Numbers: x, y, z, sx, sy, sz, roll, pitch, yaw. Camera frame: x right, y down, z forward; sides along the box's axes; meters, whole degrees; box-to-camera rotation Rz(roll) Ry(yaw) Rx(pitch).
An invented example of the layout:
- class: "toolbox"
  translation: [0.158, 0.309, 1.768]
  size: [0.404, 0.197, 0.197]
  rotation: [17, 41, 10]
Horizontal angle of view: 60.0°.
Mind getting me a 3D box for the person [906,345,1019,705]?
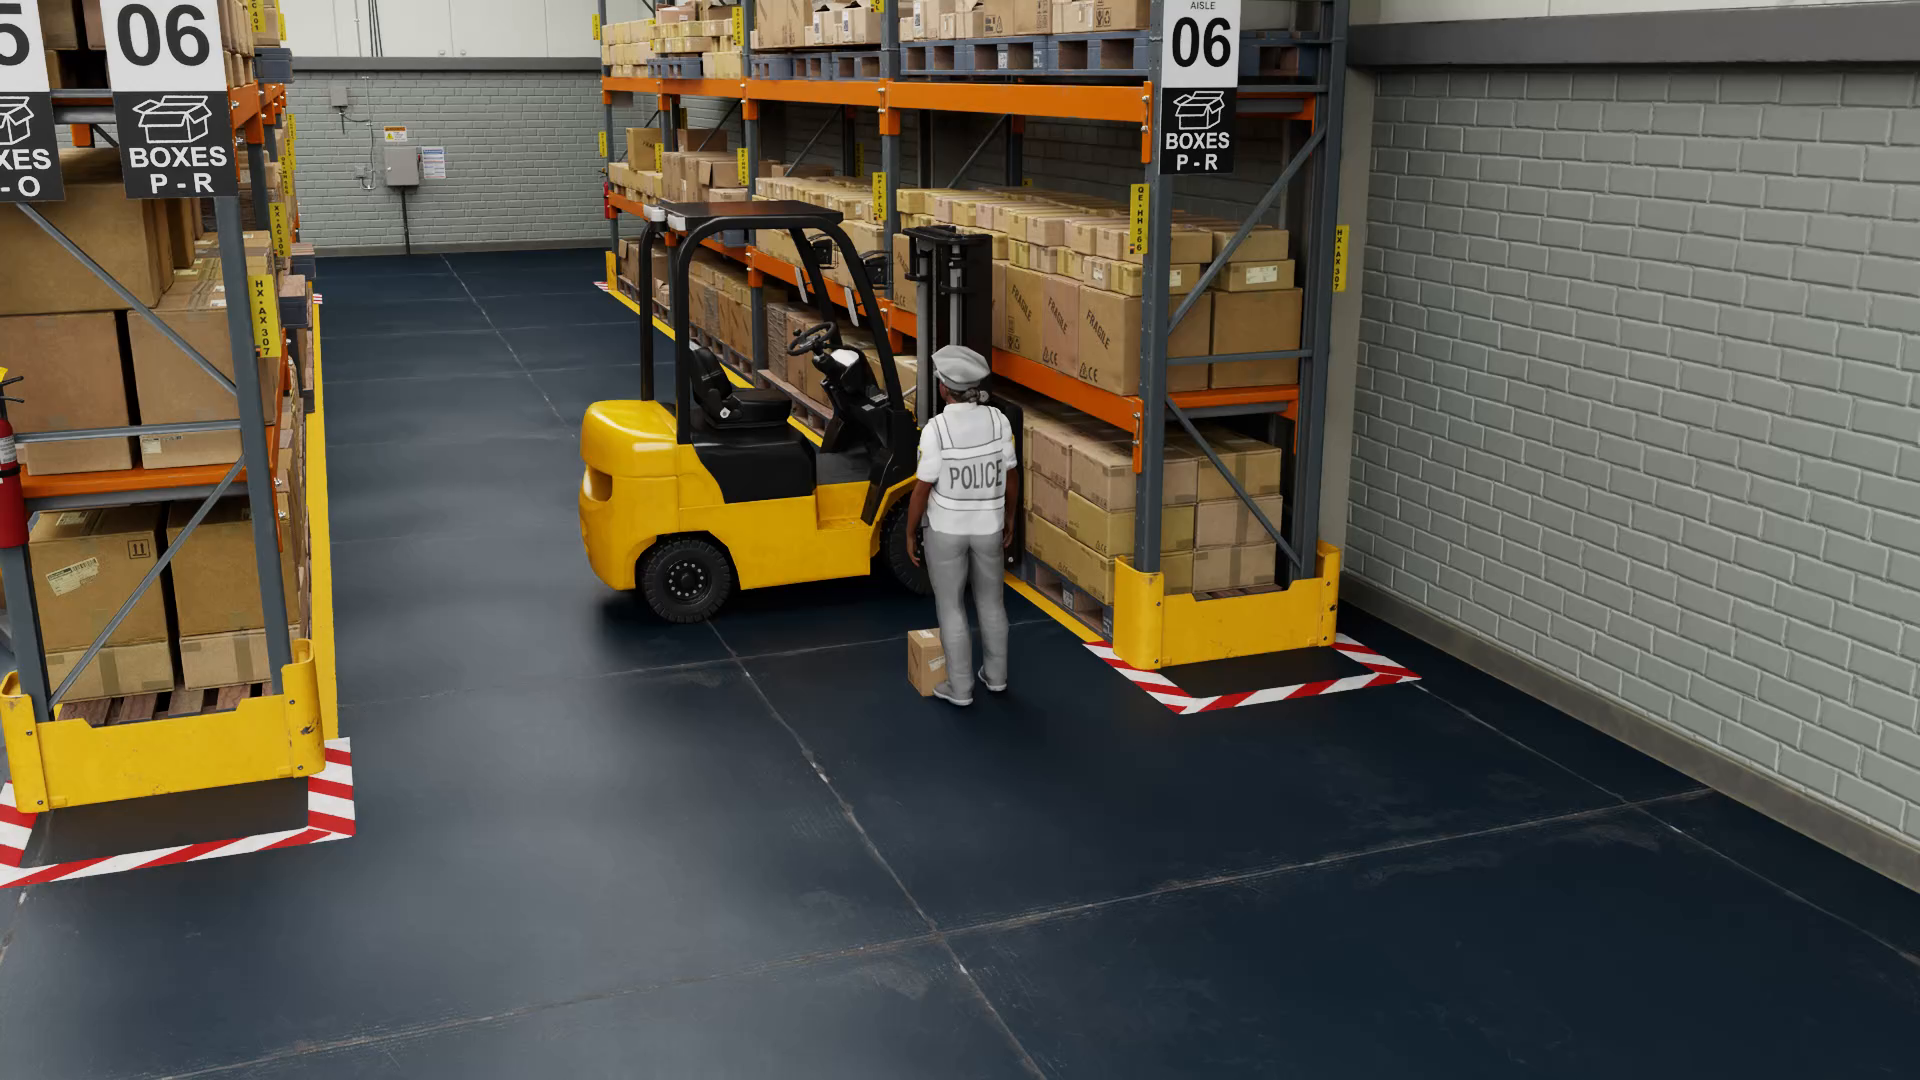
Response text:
- class: "person"
  translation: [0.006, -0.067, 7.676]
  size: [0.568, 1.690, 0.527]
  rotation: [-6, 17, -20]
